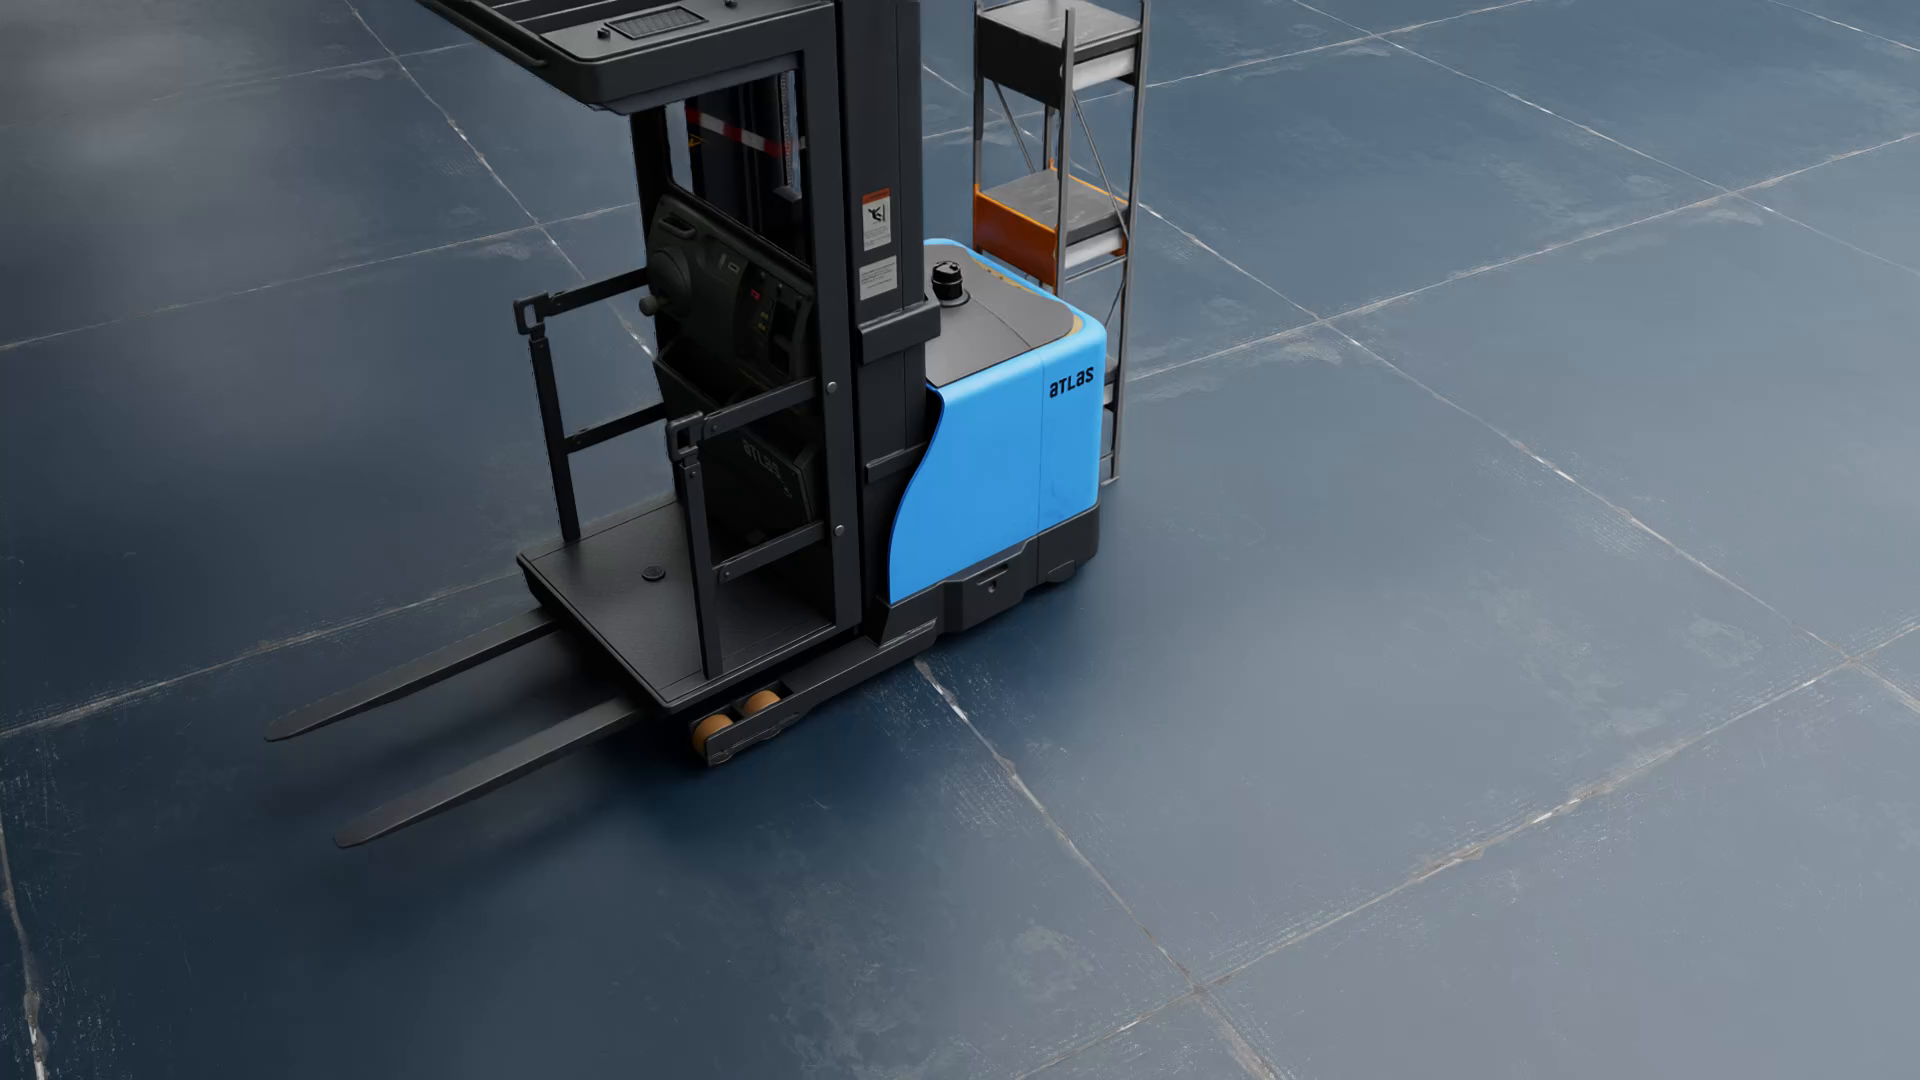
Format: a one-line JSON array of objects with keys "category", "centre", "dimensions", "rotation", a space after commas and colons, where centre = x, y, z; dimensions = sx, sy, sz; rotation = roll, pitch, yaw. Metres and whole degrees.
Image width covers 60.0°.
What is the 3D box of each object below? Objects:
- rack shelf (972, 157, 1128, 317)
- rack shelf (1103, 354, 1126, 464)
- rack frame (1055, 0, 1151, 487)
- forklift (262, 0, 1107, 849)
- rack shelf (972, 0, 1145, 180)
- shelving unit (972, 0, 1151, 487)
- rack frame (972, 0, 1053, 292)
[{"category": "rack shelf", "centre": [0.363, -1.135, 6.546], "dimensions": [0.431, 0.518, 0.480], "rotation": [-26, 43, -31]}, {"category": "rack shelf", "centre": [0.363, -0.569, 6.959], "dimensions": [0.431, 0.518, 0.480], "rotation": [-26, 43, -31]}, {"category": "rack frame", "centre": [0.518, -1.035, 6.386], "dimensions": [0.400, 2.100, 0.015], "rotation": [-26, 43, -31]}, {"category": "forklift", "centre": [-0.921, -0.772, 5.321], "dimensions": [3.031, 2.935, 1.130], "rotation": [-25, 43, -30]}, {"category": "rack shelf", "centre": [0.363, -1.700, 6.134], "dimensions": [0.431, 0.518, 0.480], "rotation": [-26, 43, -31]}, {"category": "shelving unit", "centre": [0.363, -1.146, 6.538], "dimensions": [0.431, 2.100, 0.503], "rotation": [-26, 43, -31]}, {"category": "rack frame", "centre": [0.208, -1.257, 6.691], "dimensions": [0.400, 2.100, 0.015], "rotation": [-26, 43, -31]}]
